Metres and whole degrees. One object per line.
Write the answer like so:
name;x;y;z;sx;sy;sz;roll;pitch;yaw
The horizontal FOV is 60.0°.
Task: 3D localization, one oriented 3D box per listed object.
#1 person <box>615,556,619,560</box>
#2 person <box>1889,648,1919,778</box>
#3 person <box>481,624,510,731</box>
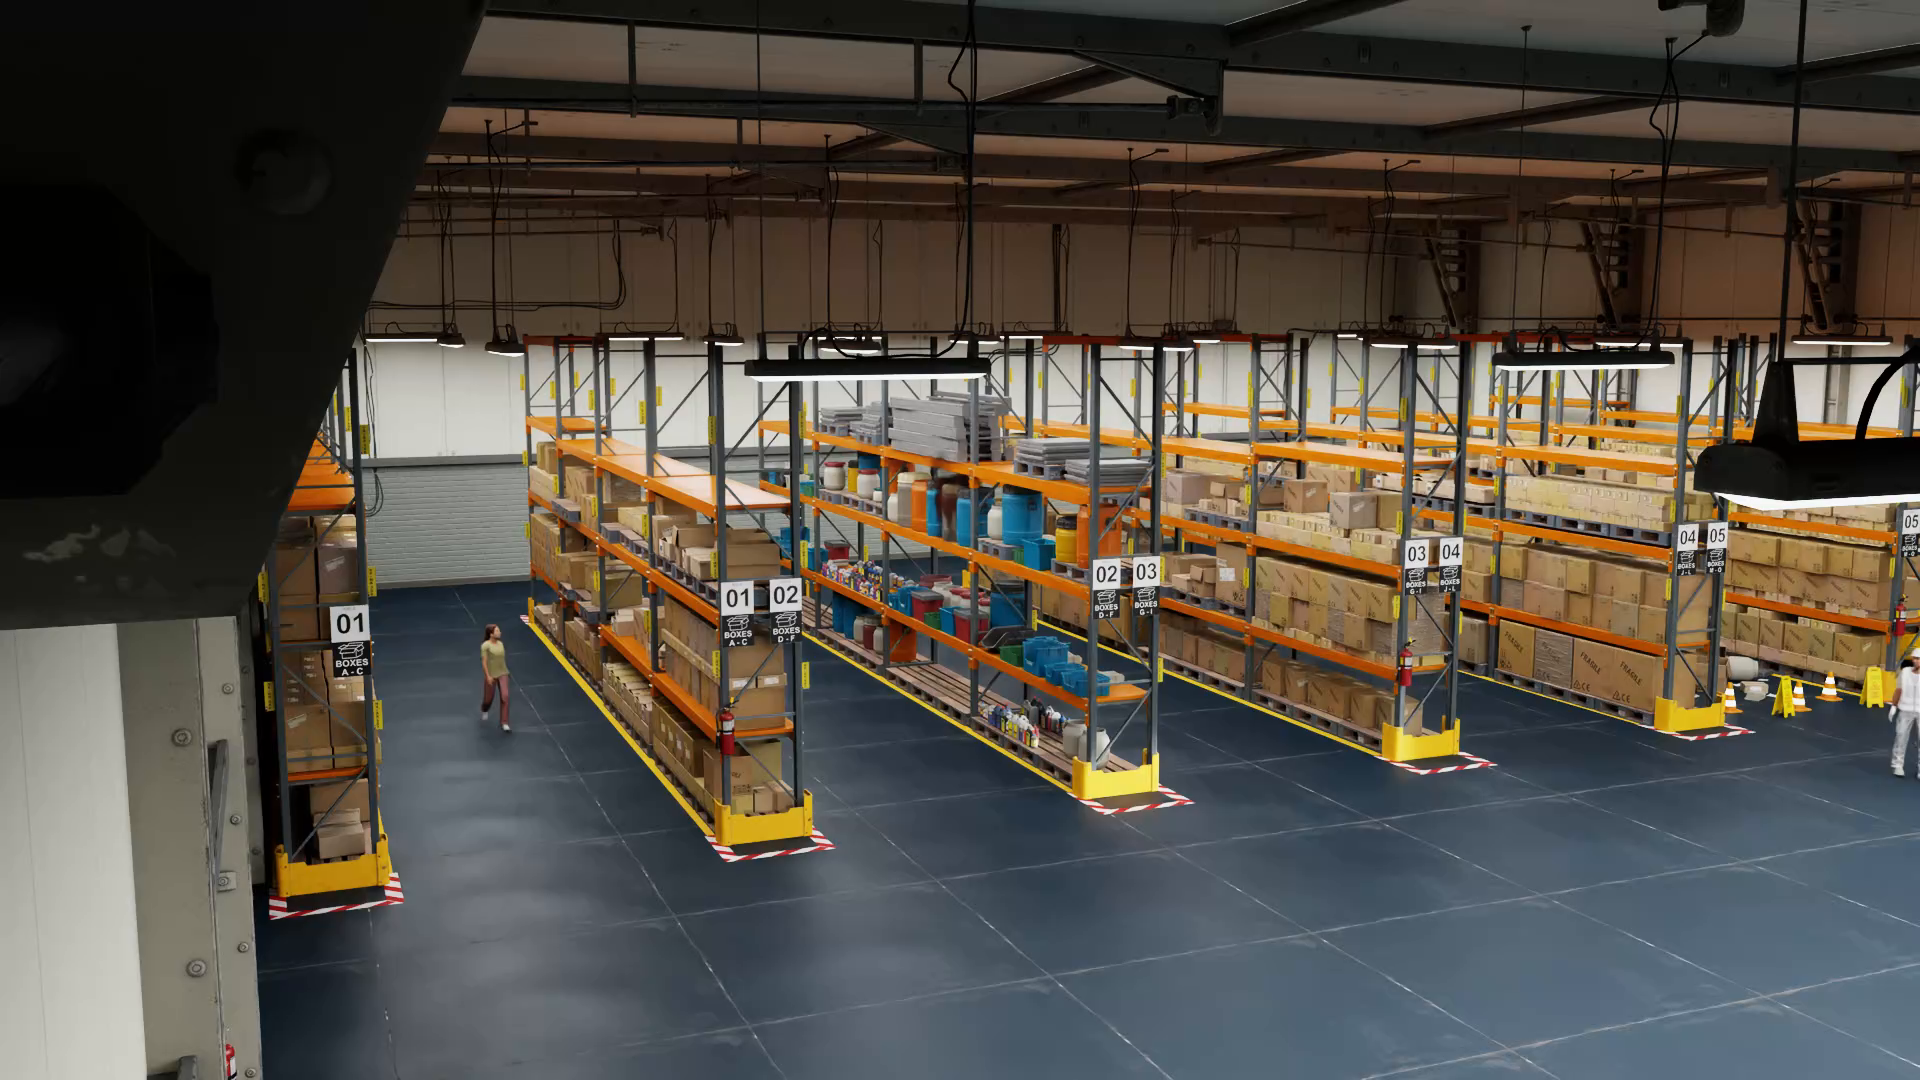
person;-7.532;0.527;37.230;0.577;1.670;0.999;-4;9;-30
person;13.214;2.382;23.028;0.612;1.790;0.412;4;9;30
person;-7.220;2.095;25.776;0.422;1.625;0.840;-4;8;-25
